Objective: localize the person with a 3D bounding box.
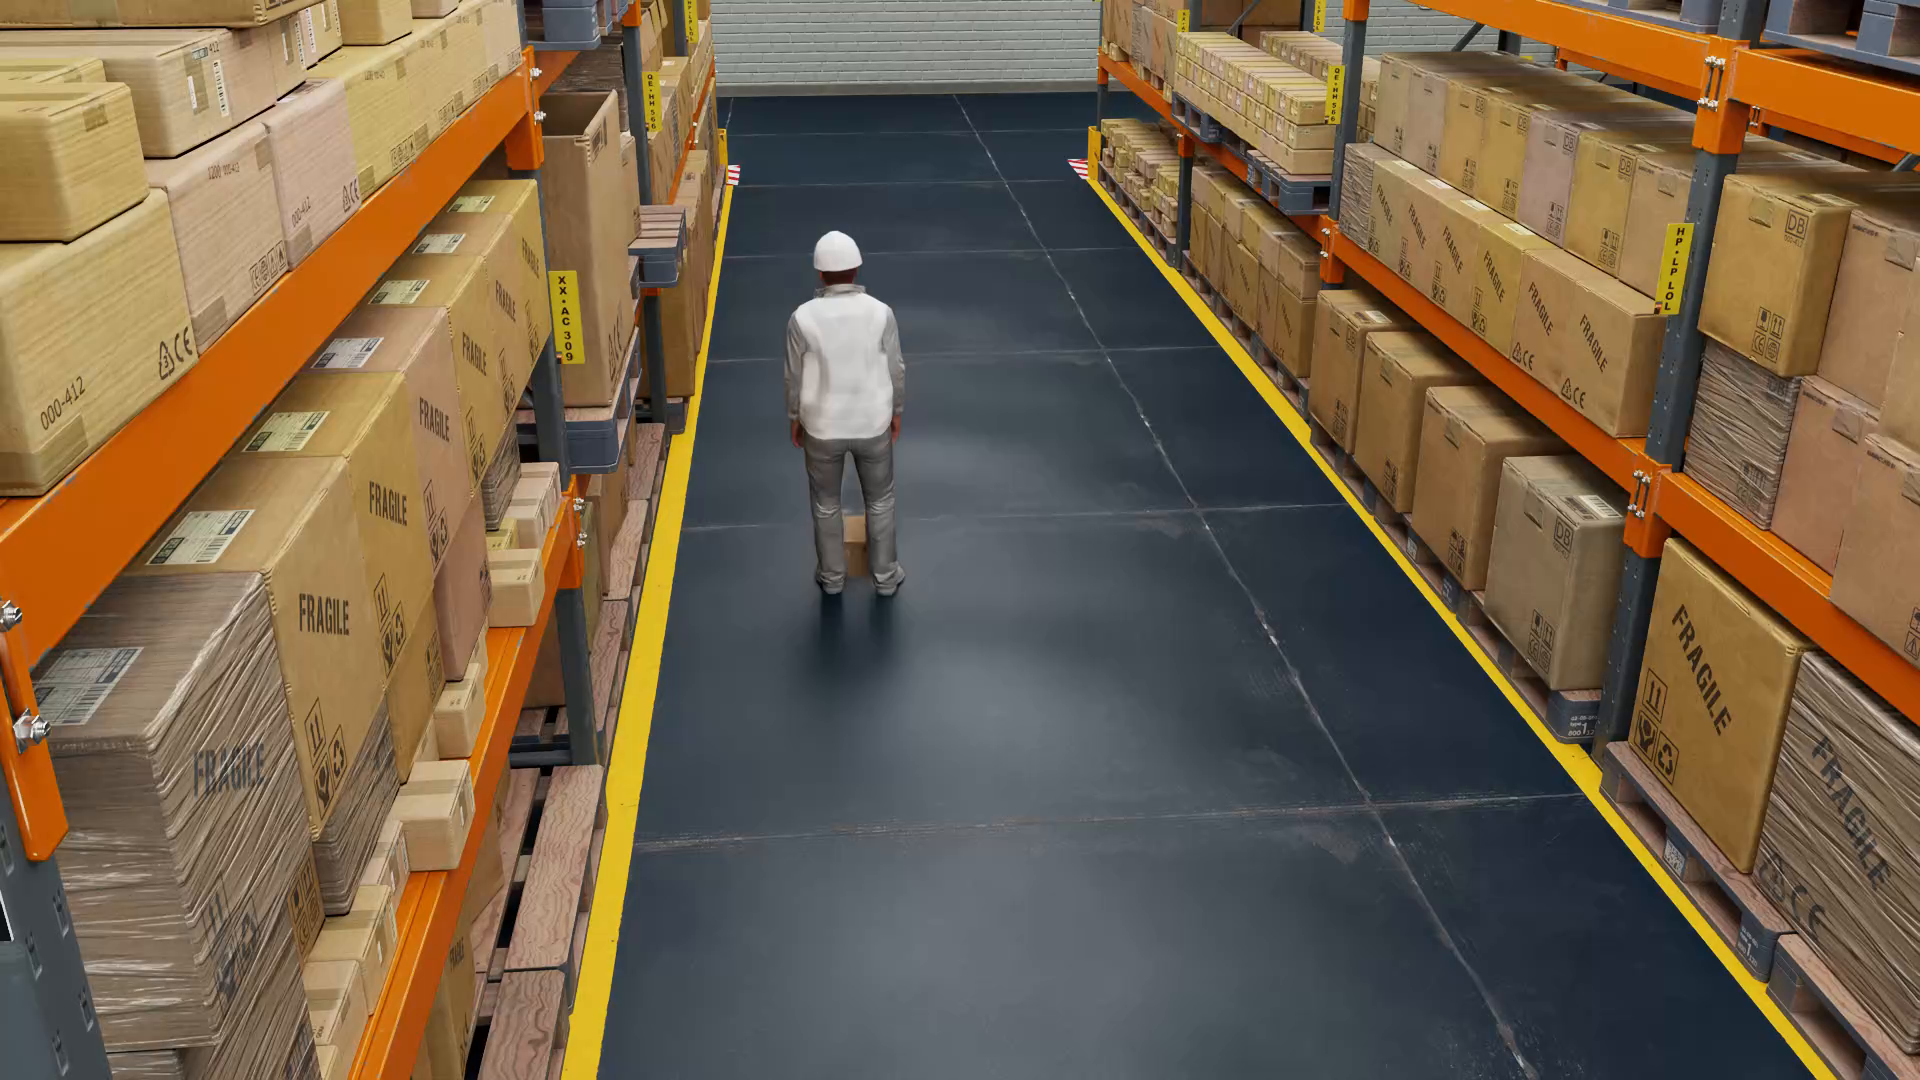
[{"bbox_3d":[-3.964,-2.266,6.713,7.450,5.808,11.427,-3,24,-7],"label":"person"}]
